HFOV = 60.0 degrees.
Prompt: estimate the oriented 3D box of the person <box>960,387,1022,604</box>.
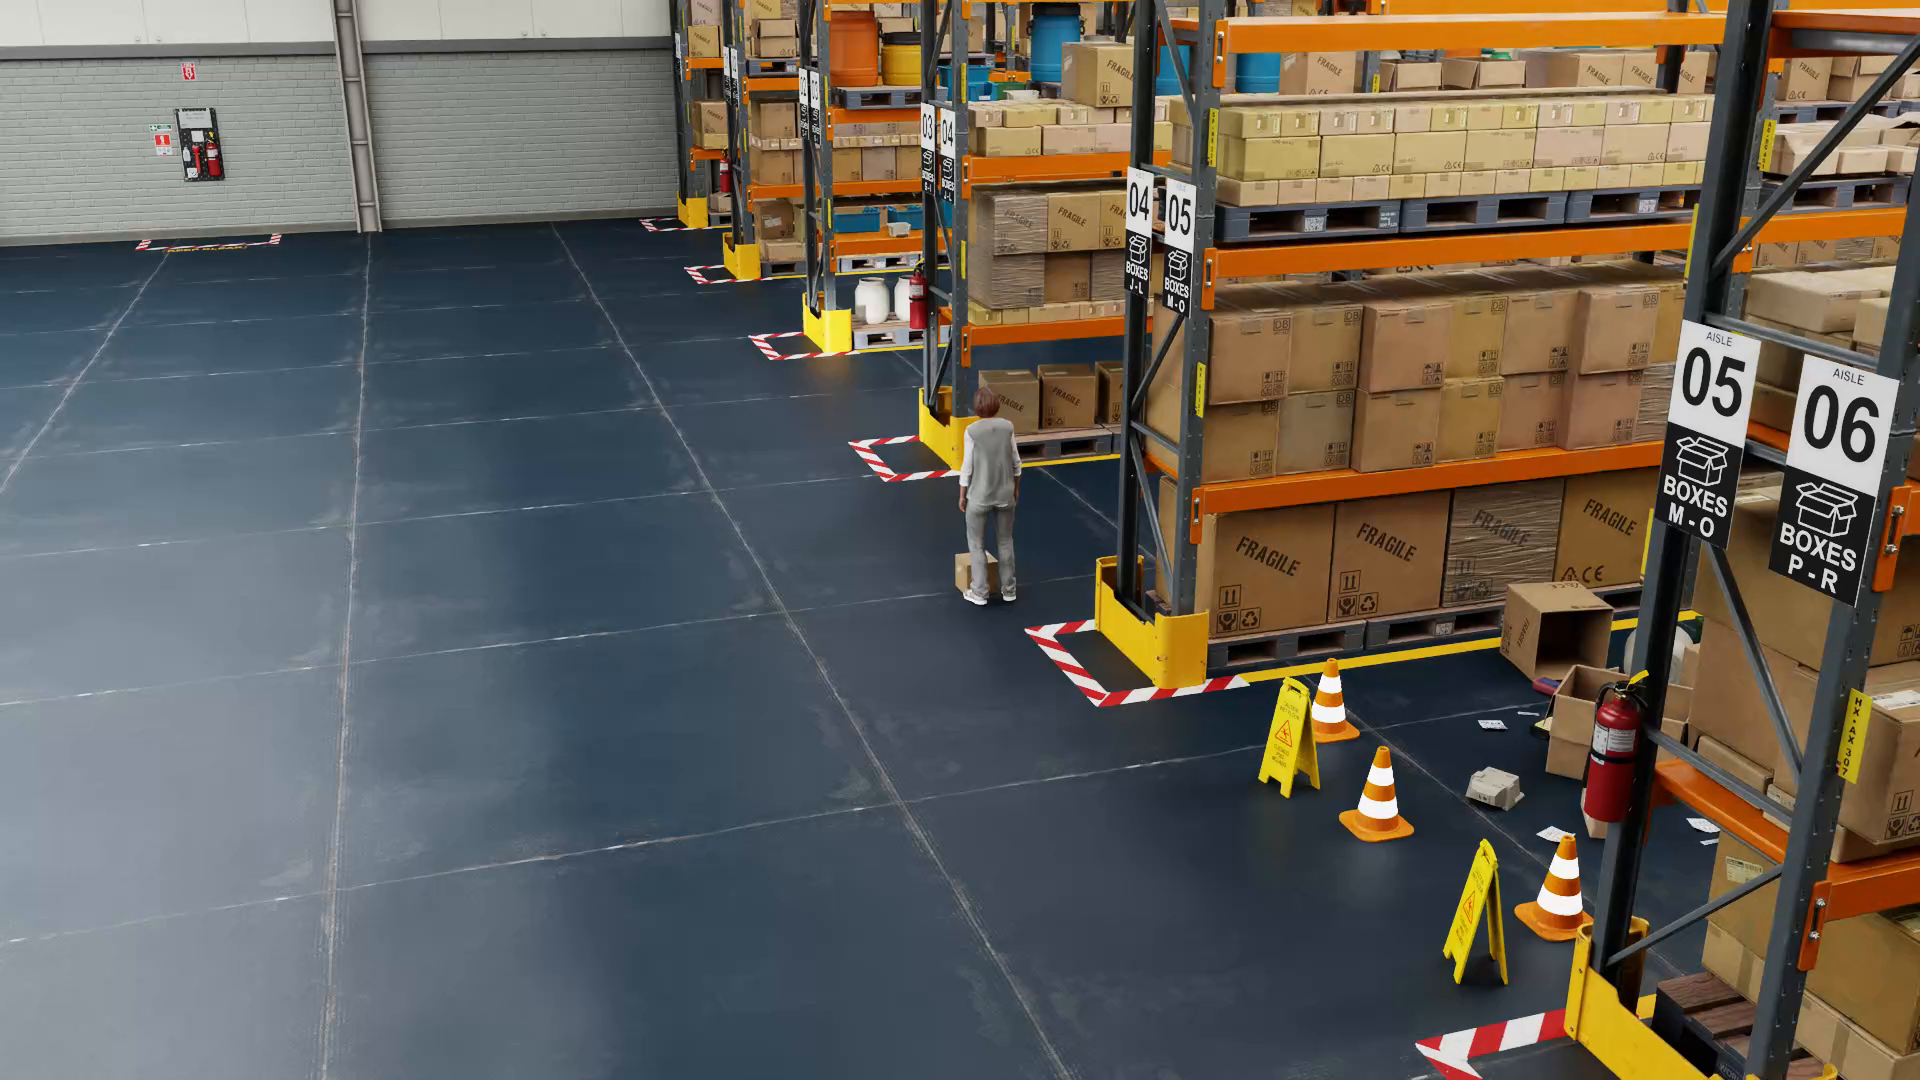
[{"bbox_3d":[0.214,-0.307,11.950,0.460,1.593,0.346,-6,20,-17],"label":"person"}]
